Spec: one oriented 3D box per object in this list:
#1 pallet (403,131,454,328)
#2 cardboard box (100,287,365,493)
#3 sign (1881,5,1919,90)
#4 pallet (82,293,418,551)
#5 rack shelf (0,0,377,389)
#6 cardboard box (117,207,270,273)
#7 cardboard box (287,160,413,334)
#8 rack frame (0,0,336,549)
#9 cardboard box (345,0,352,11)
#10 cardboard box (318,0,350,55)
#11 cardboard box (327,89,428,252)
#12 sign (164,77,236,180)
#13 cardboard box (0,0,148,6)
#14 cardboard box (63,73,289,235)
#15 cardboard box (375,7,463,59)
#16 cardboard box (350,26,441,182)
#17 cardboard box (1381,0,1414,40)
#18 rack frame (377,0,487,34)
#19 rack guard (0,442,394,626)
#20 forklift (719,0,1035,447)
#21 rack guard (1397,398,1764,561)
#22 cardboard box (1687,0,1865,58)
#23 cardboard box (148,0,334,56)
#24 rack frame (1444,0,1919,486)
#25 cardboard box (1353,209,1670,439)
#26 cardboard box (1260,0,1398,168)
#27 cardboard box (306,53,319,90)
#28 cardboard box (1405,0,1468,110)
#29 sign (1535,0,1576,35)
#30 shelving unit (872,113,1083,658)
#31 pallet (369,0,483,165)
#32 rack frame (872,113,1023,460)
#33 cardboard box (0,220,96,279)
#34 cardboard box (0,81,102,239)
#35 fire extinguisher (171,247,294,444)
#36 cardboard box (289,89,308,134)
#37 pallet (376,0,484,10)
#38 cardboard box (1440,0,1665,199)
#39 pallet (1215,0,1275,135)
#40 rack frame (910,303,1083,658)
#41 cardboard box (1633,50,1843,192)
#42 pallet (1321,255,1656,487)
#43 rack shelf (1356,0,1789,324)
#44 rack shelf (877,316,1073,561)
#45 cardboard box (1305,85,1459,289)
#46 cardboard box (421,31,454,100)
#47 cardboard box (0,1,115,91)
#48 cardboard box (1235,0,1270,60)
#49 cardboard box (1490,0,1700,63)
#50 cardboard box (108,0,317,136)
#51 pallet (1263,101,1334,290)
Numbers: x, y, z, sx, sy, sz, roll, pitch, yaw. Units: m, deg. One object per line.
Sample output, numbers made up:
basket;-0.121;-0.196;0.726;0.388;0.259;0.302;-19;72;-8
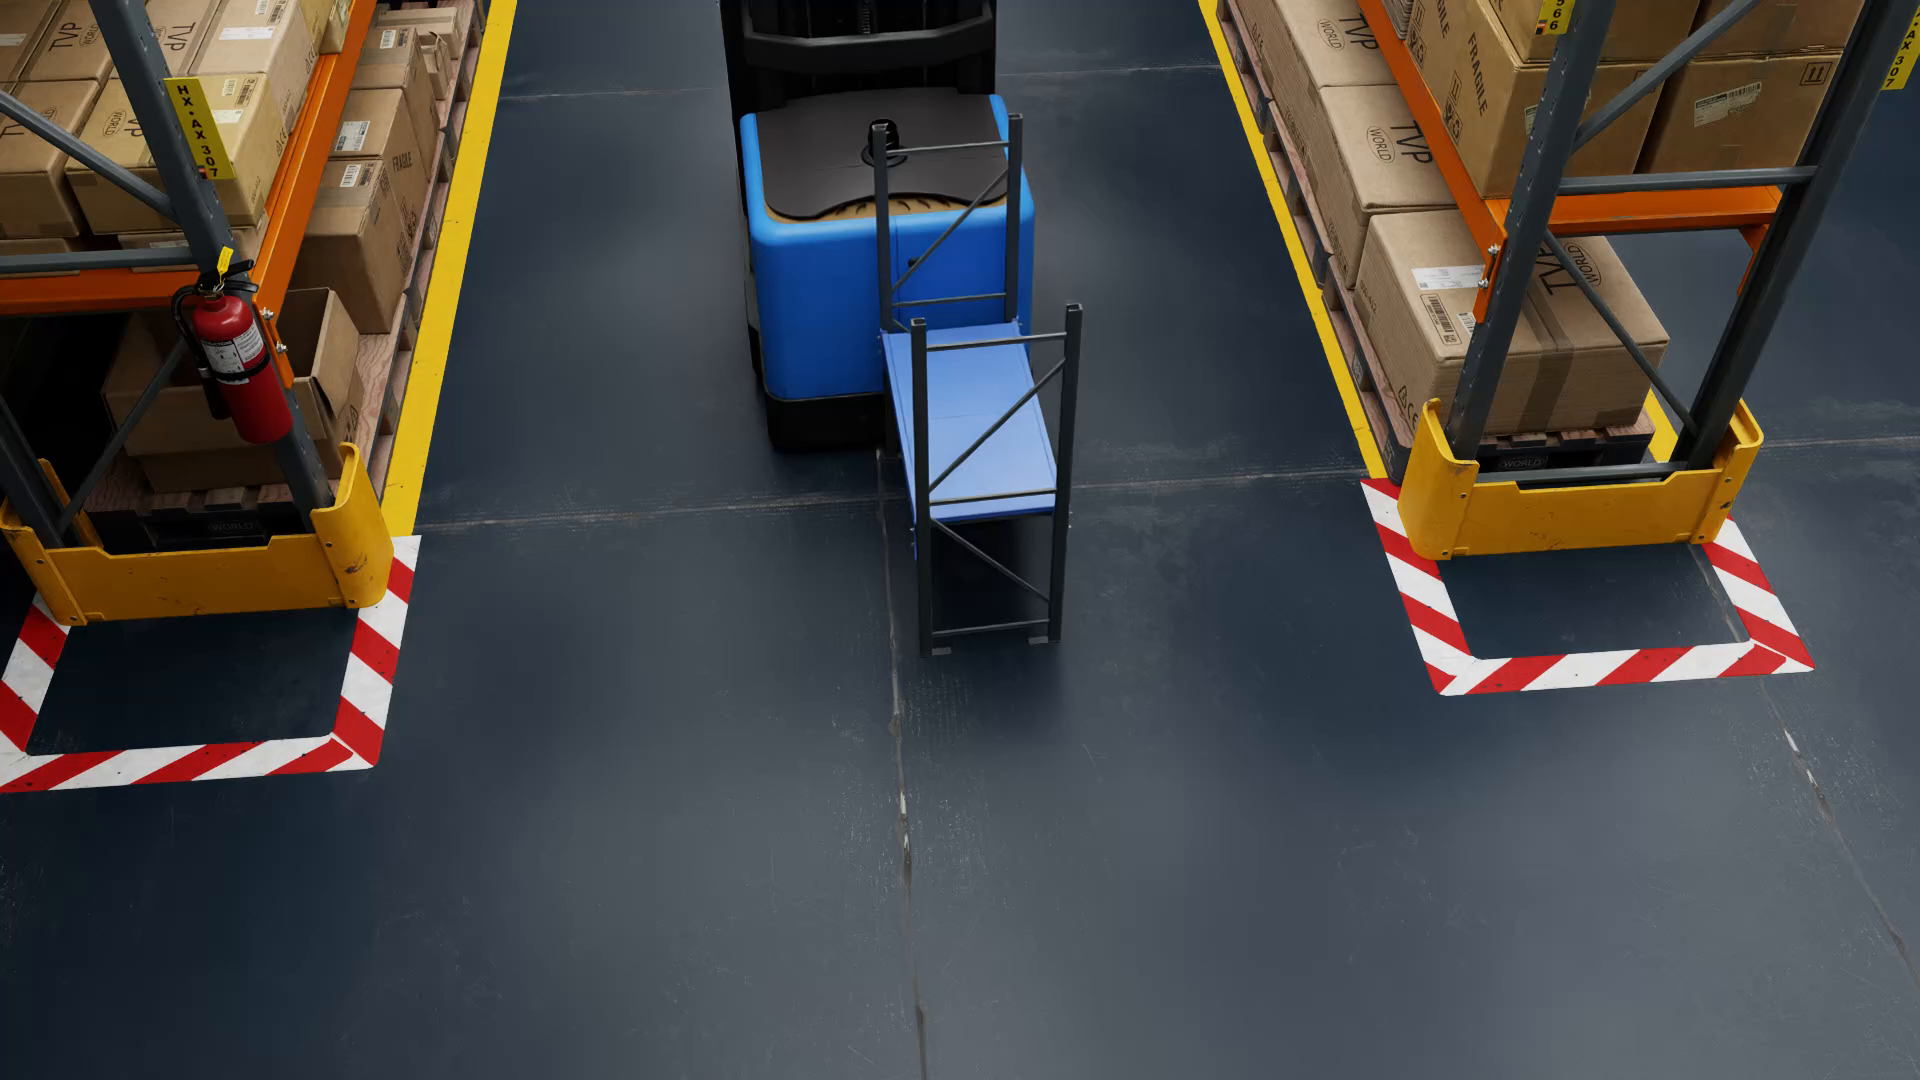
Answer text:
pallet;-2.855;-1.377;7.409;1.003;0.211;1.213;-3;47;-3
cardboard box;-2.639;-0.558;6.143;0.797;0.503;0.637;-5;47;-5
sign;2.817;-1.483;4.937;0.100;0.325;0.005;-3;47;-3
pallet;-2.756;-0.497;6.575;1.003;0.211;1.213;-3;47;-3
rack shelf;-2.850;-2.024;6.596;1.077;0.370;4.000;-3;47;-3
cardboard box;-2.436;-0.992;5.297;0.380;0.149;0.250;-4;47;-4
cardboard box;-2.672;-1.178;6.732;0.700;0.500;0.500;-2;47;-2
rack frame;-2.682;-0.824;4.964;1.000;3.000;0.127;-3;47;-3
cardboard box;-2.537;-2.116;6.361;0.380;0.149;0.250;-3;47;-2
cardboard box;-2.495;-1.927;6.182;0.380;0.149;0.250;-5;47;-4
cardboard box;-2.616;-1.566;7.100;0.500;0.500;0.500;-3;47;-3
sign;-2.141;-1.155;4.681;0.100;0.325;0.005;-3;47;-3
cardboard box;-3.064;-1.923;5.904;0.500;0.250;0.500;-2;47;-2
cardboard box;-2.452;-1.219;5.237;0.500;0.250;0.500;-3;47;-3
cardboard box;-2.678;-2.497;8.223;0.380;0.149;0.250;-5;47;-4
cardboard box;-2.759;-1.929;7.443;0.700;0.500;0.500;-5;47;-5
cardboard box;1.880;-2.231;6.228;0.500;0.500;0.500;-2;47;-2
rack frame;-3.017;-3.718;7.705;1.000;3.000;0.127;-3;47;-3
rack guard;-2.688;-0.019;5.924;1.175;0.500;0.348;-3;47;-3
forklift;-0.435;-2.452;6.553;1.130;2.935;3.031;-6;47;-6
rack guard;2.266;-0.251;6.144;1.175;0.500;0.348;-3;47;-3
cardboard box;2.507;-1.871;5.199;0.500;0.500;0.500;-4;47;-4
cardboard box;-2.540;-1.951;5.930;0.500;0.250;0.500;-4;47;-4
rack frame;2.264;-1.128;5.253;1.000;3.000;0.127;-3;47;-3
cardboard box;2.109;-0.863;6.477;0.875;0.438;0.875;-5;47;-5
cardboard box;1.950;-2.177;7.721;0.875;0.438;0.875;-5;47;-4
cardboard box;-2.548;-1.740;6.005;0.380;0.149;0.250;-3;47;-3
cardboard box;1.933;-1.860;5.876;0.500;0.500;0.500;-4;47;-4
sign;1.722;-1.585;4.725;0.100;0.325;0.005;-3;47;-3
shelving unit;0.033;-0.501;5.692;0.538;1.500;1.048;-6;47;-6
pallet;-2.960;-2.262;8.247;1.003;0.211;1.213;-3;47;-3
rack frame;-0.041;-0.867;6.038;0.500;1.500;0.032;-6;47;-6
cardboard box;-2.977;-0.961;5.267;0.380;0.149;0.250;-4;47;-4
cardboard box;-2.985;-1.191;5.211;0.500;0.250;0.500;-2;47;-2
fire extinguisher;-2.209;-0.591;5.054;0.296;0.674;0.183;-3;47;-3
cardboard box;-2.520;-1.548;5.823;0.380;0.149;0.250;-2;47;-2
pallet;-3.123;-3.345;9.273;1.003;0.211;1.213;-3;47;-3
cardboard box;1.960;-1.496;5.532;0.500;0.500;0.500;-3;47;-3
pallet;1.915;-2.509;8.480;1.003;0.211;1.213;-3;47;-3
rack frame;0.106;-0.136;5.346;0.500;1.500;0.032;-6;47;-6
cardboard box;2.510;-1.527;5.562;0.500;0.500;0.500;-4;47;-4
pallet;2.119;-0.743;6.808;1.003;0.211;1.213;-3;47;-3
rack shelf;2.096;-2.328;6.884;1.077;0.370;4.000;-3;47;-3
rack shelf;0.033;-0.378;5.823;0.538;0.185;1.000;-6;47;-6
cardboard box;2.024;-1.525;7.104;0.875;0.438;0.875;-2;47;-2
cardboard box;-2.648;-2.279;7.936;0.396;0.266;0.258;-2;47;-2
cardboard box;-3.027;-1.564;5.564;0.500;0.250;0.500;-3;47;-3
cardboard box;1.875;-2.825;8.335;0.875;0.438;0.875;-4;47;-4
cardboard box;1.986;-1.841;5.170;0.500;0.500;0.500;-2;47;-2
cardboard box;-2.494;-1.584;5.583;0.500;0.250;0.500;-3;47;-3
pallet;2.020;-1.624;7.643;1.003;0.211;1.213;-3;47;-3
